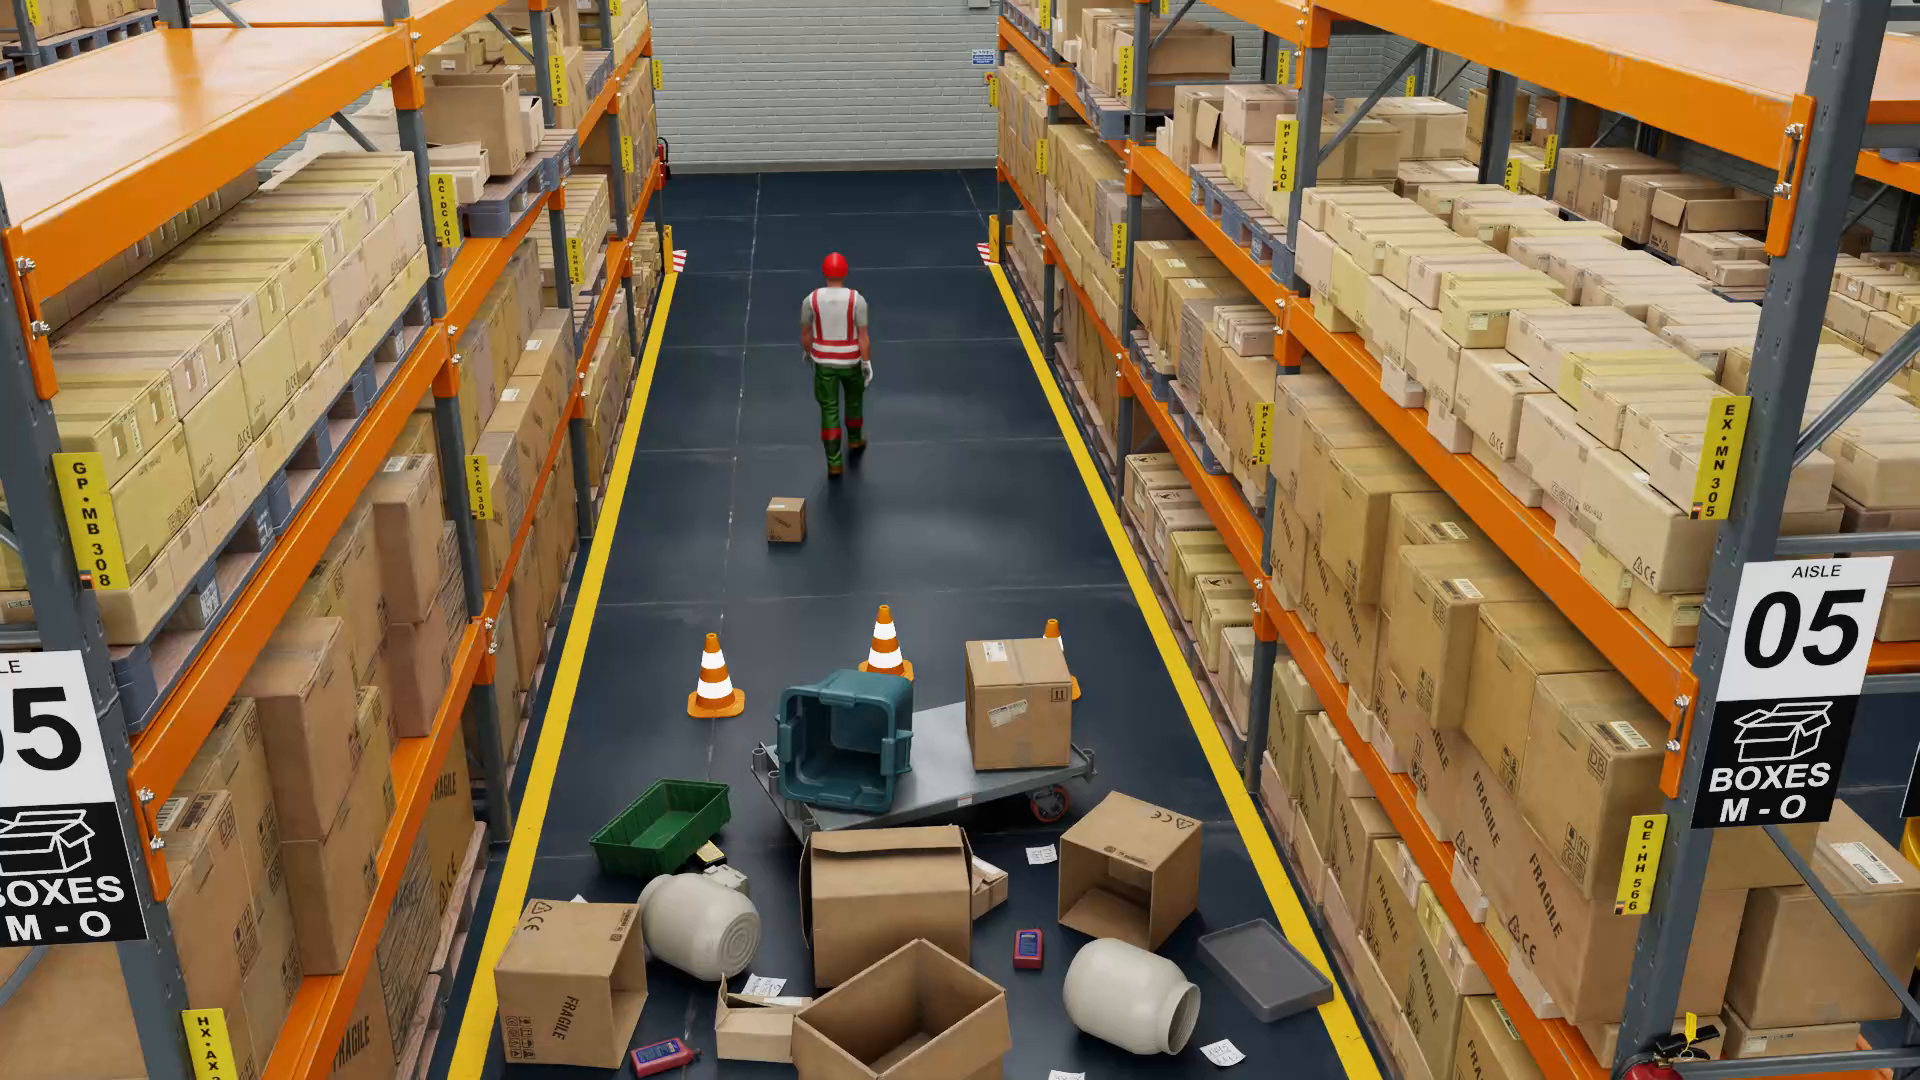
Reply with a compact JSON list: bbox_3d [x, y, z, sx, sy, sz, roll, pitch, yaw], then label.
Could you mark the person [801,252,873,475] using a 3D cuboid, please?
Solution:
[{"bbox_3d":[-0.991,-1.487,13.451,0.570,1.760,0.894,-1,24,-2],"label":"person"}]
